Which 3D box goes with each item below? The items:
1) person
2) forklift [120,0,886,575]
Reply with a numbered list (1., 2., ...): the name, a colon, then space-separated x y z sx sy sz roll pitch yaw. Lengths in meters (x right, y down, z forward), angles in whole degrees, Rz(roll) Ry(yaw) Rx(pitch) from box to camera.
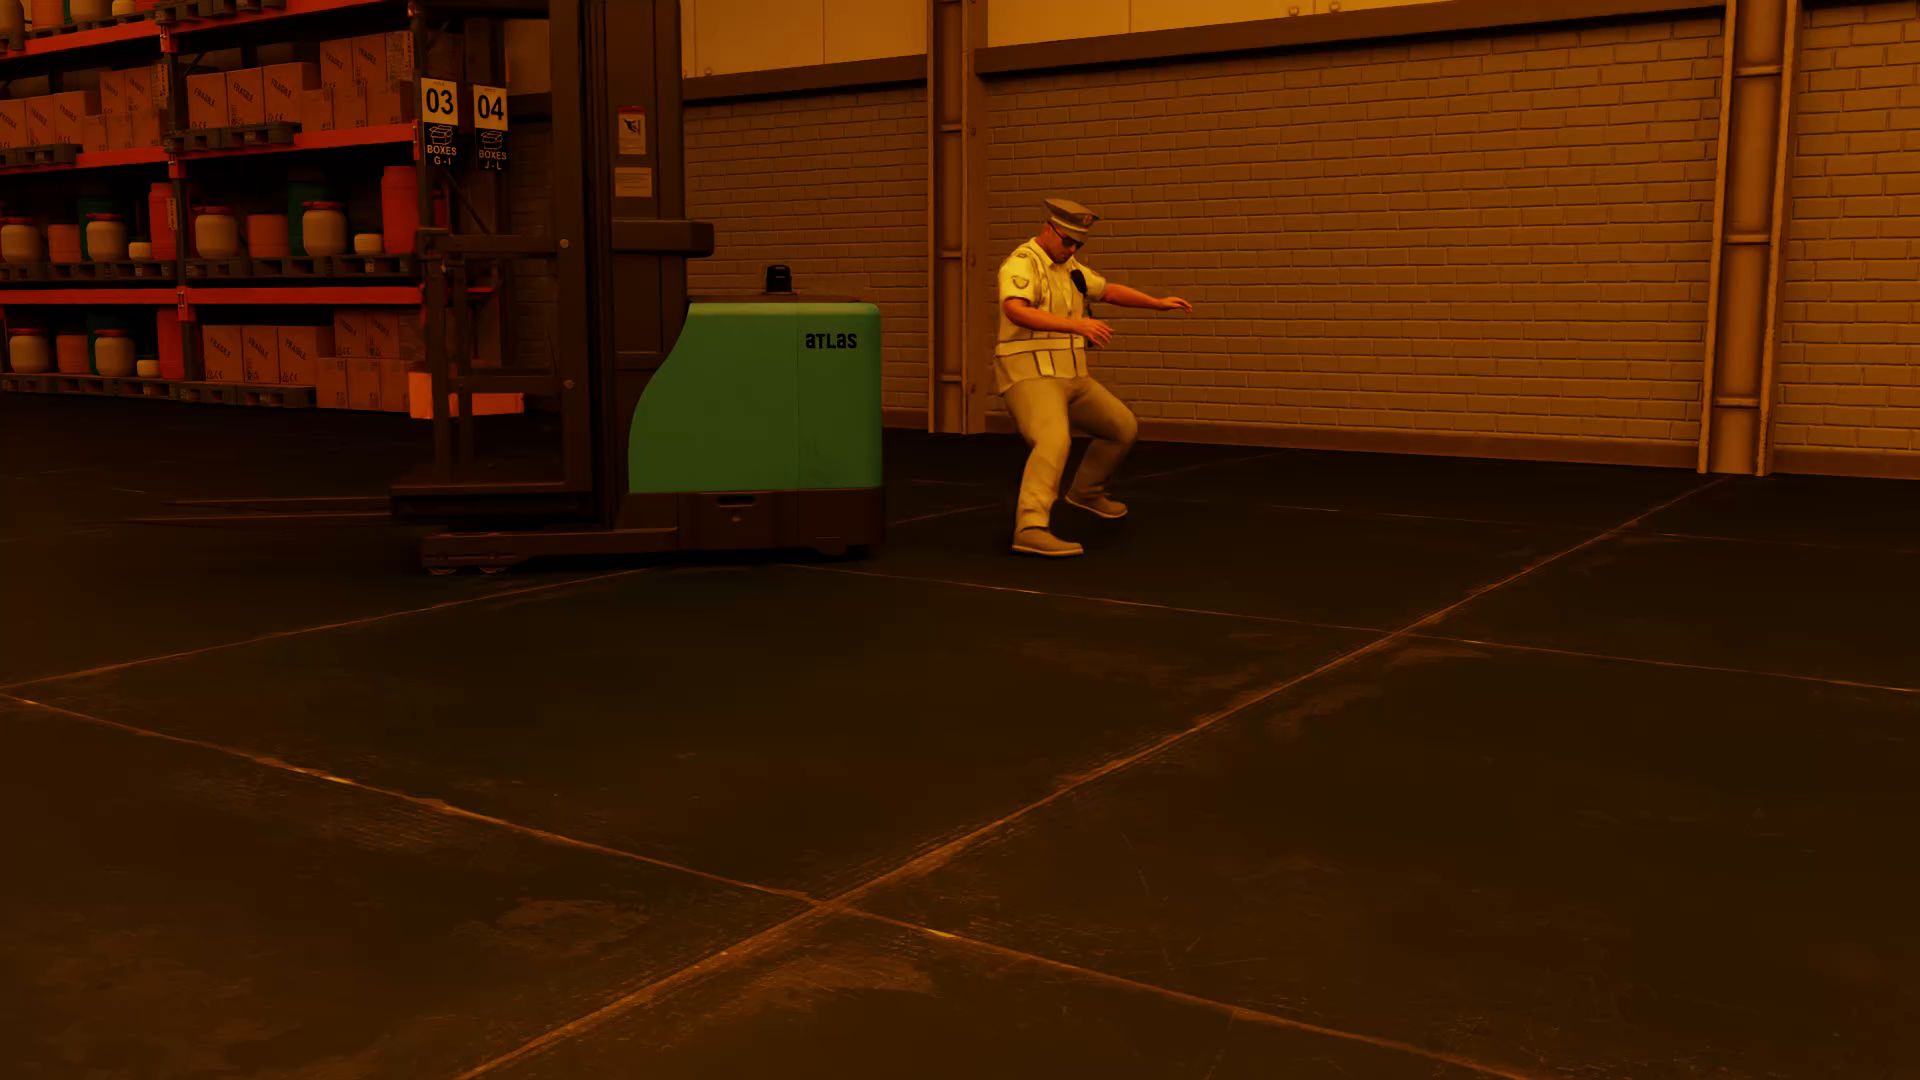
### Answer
1. person: 0.555 -0.777 7.593 0.743 1.538 1.278 6 10 37
2. forklift: -1.884 -1.392 6.979 3.031 2.935 1.130 -2 8 -11
